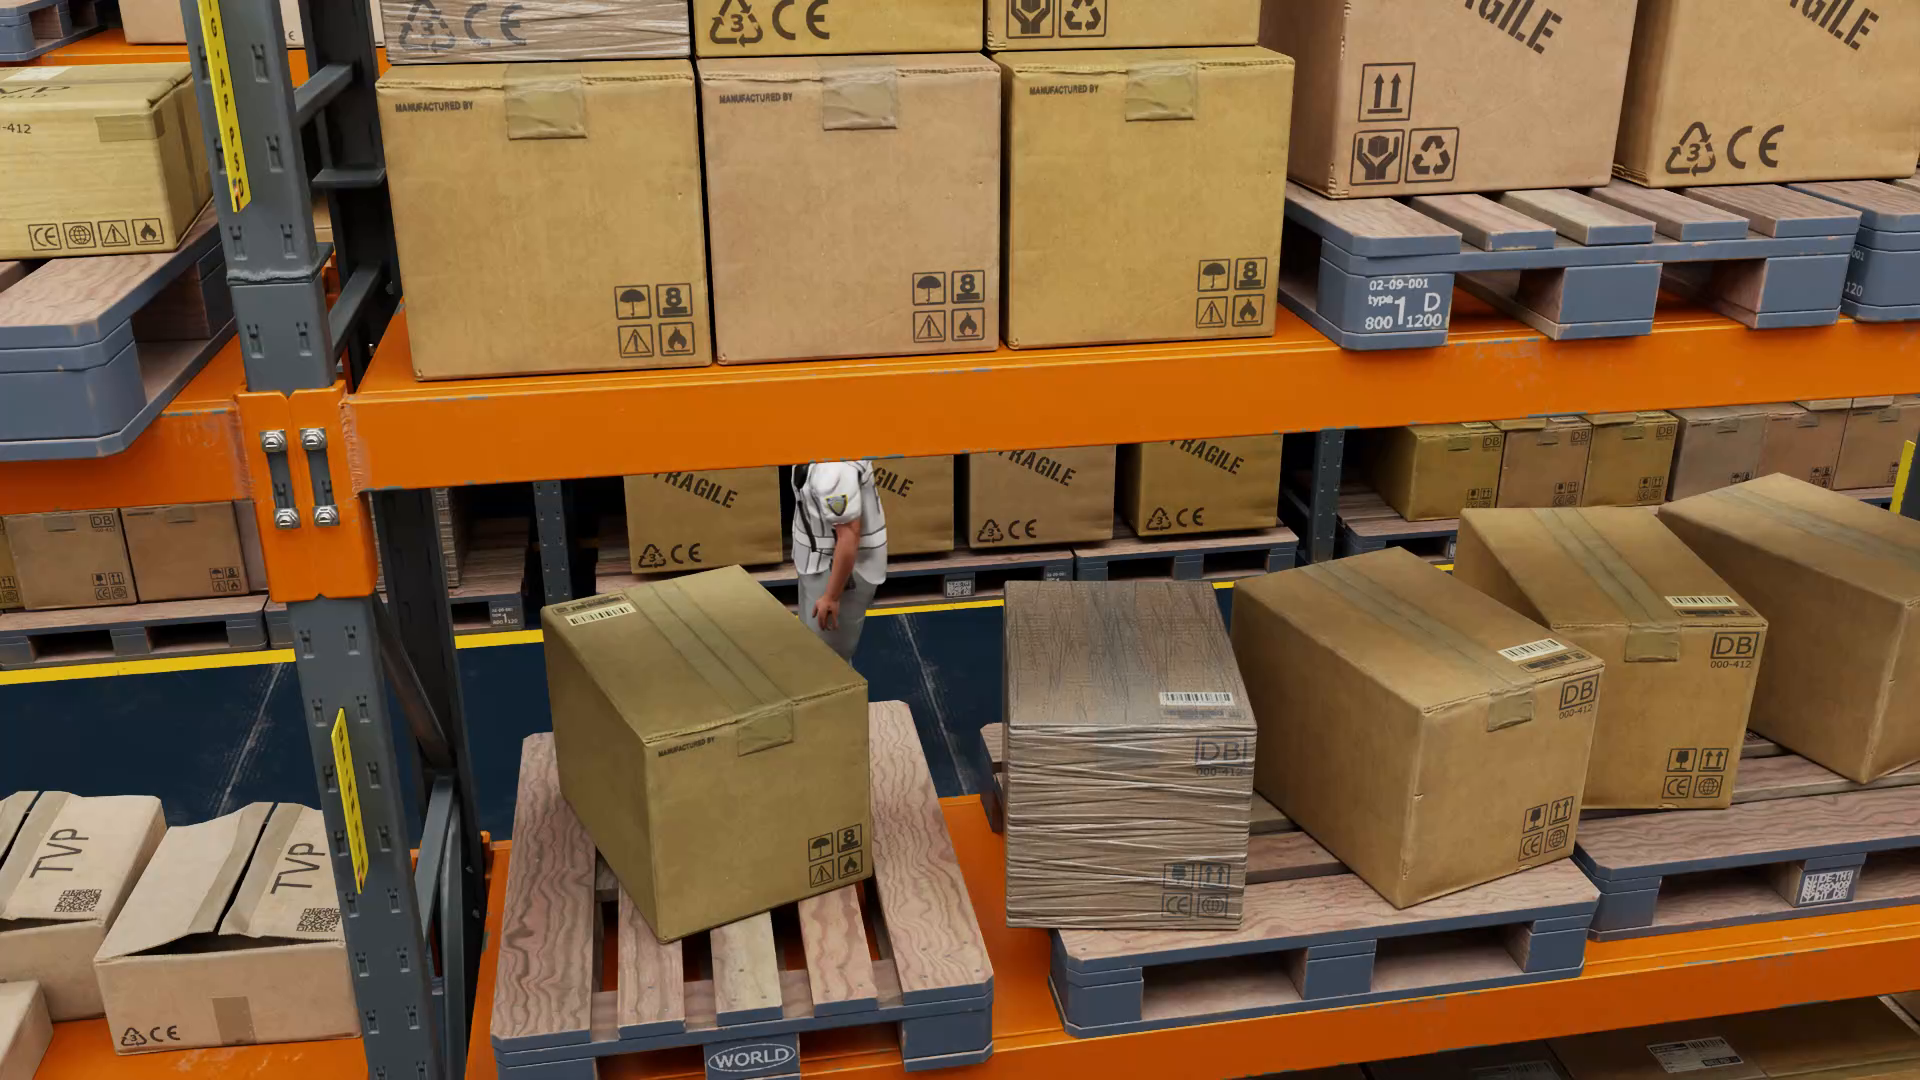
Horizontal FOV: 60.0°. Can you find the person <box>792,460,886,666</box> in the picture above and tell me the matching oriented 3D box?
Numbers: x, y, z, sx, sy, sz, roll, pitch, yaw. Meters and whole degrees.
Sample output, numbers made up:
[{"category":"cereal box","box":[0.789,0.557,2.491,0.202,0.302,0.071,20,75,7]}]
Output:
[{"category":"person","box":[-0.526,0.118,6.811,0.436,1.748,0.586,-4,24,-9]}]
